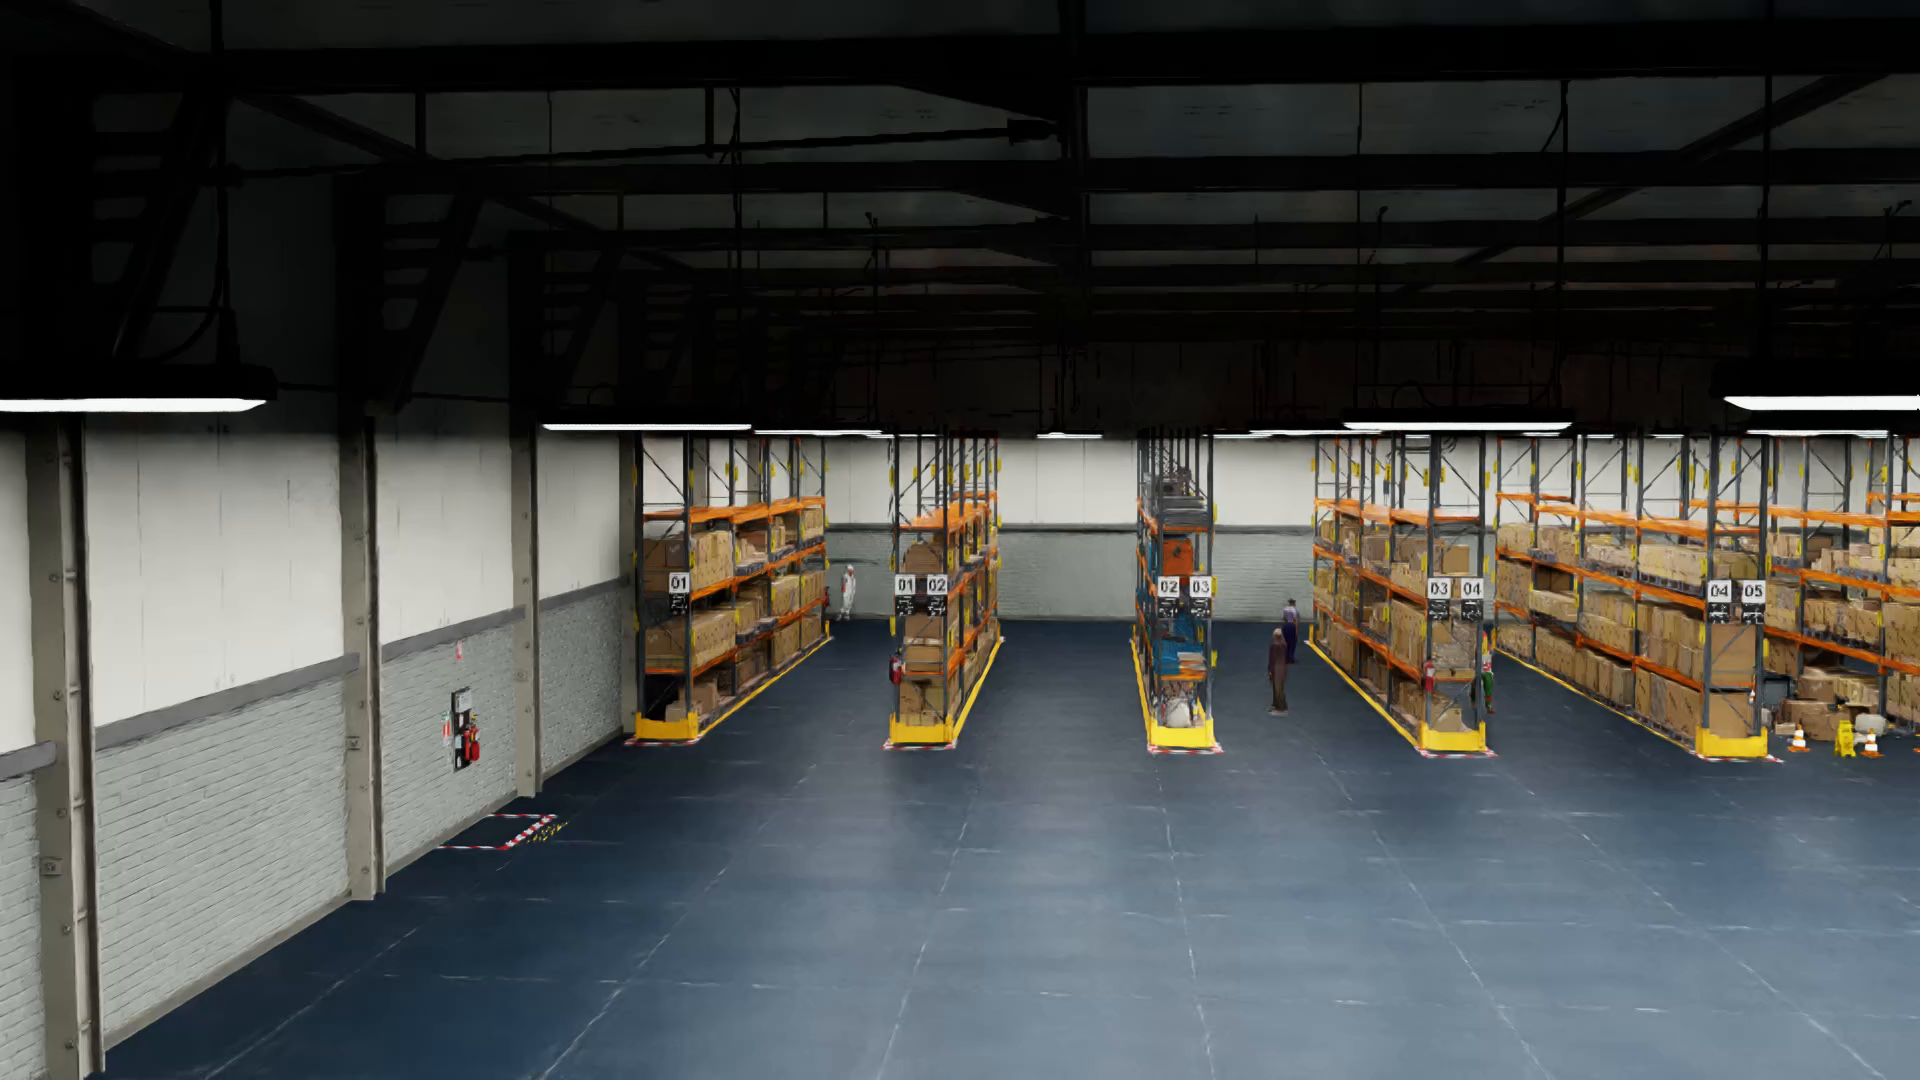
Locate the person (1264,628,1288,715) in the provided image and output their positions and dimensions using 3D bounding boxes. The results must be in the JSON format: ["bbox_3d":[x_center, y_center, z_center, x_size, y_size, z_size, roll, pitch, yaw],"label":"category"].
[{"bbox_3d":[6.603,2.728,34.751,0.630,1.773,0.678,2,4,35],"label":"person"}]

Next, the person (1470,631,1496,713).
[{"bbox_3d":[10.969,2.749,35.003,0.553,1.709,1.123,0,3,7],"label":"person"}]

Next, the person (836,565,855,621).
[{"bbox_3d":[-3.589,1.676,52.384,0.460,1.780,0.697,3,4,37],"label":"person"}]

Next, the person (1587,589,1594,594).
[{"bbox_3d":[17.543,2.147,46.210,0.568,1.582,0.539,0,3,-5],"label":"person"}]

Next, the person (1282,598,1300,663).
[{"bbox_3d":[8.555,2.322,42.838,0.417,1.644,0.538,-1,4,-23],"label":"person"}]
